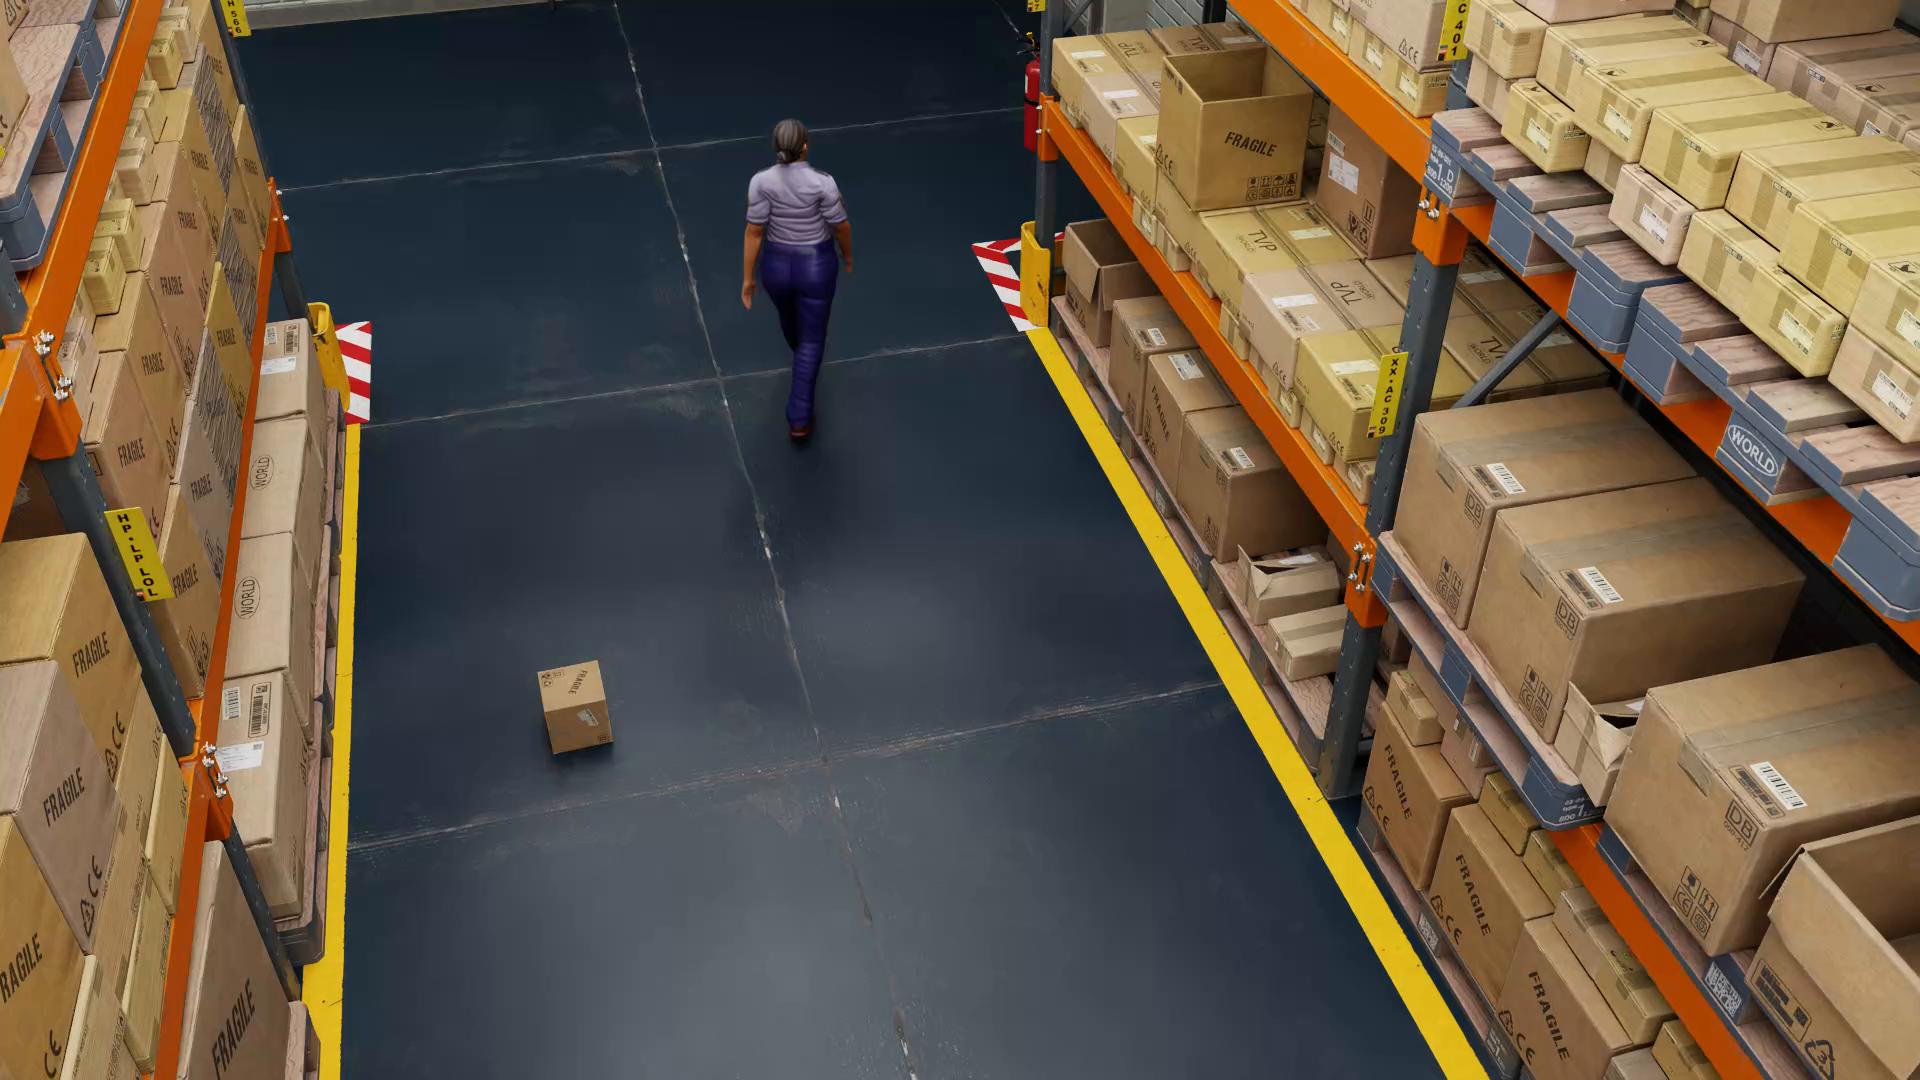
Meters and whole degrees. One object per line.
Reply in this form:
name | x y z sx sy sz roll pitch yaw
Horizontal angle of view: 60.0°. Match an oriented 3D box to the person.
person | -0.803 -1.442 8.534 0.512 1.571 1.054 7 39 9
